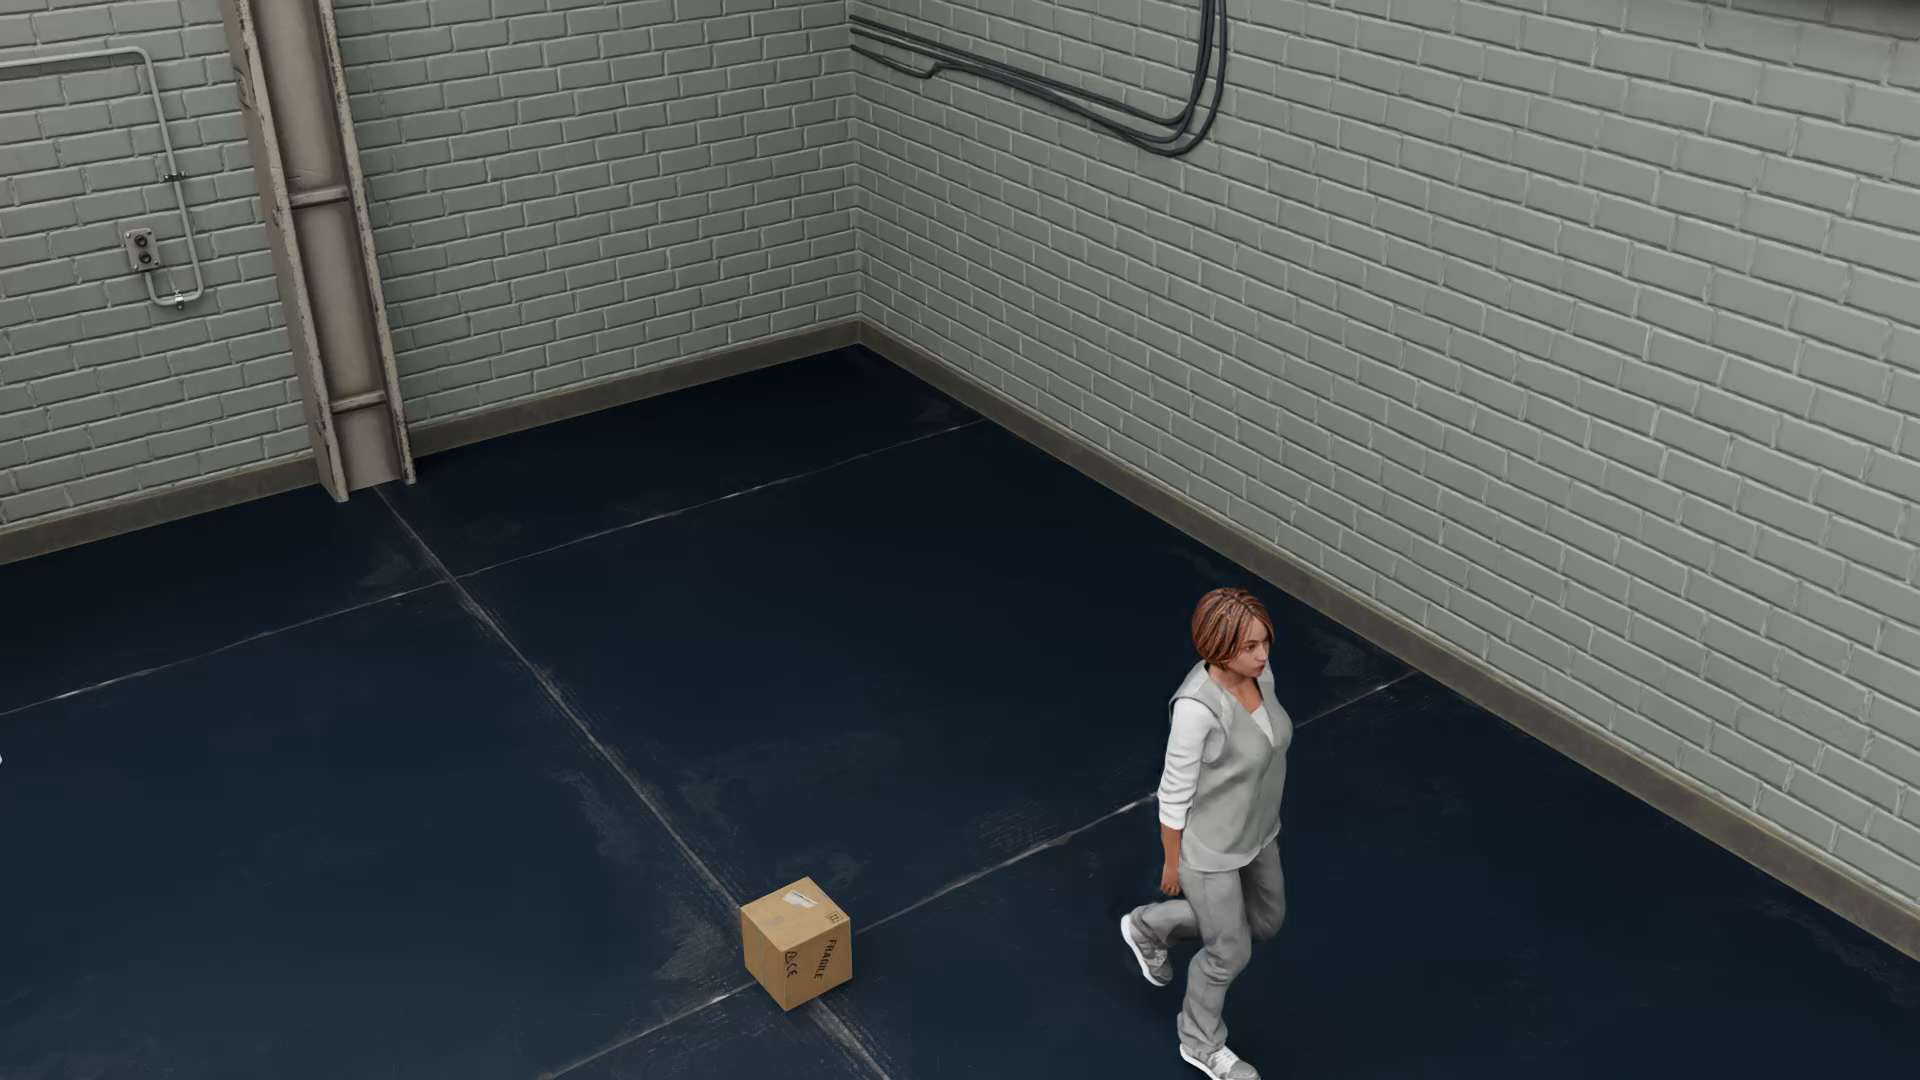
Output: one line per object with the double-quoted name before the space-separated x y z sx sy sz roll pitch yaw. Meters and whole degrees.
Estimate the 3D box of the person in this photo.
"person" 0.682 0.817 4.630 0.557 1.574 0.422 20 35 32
